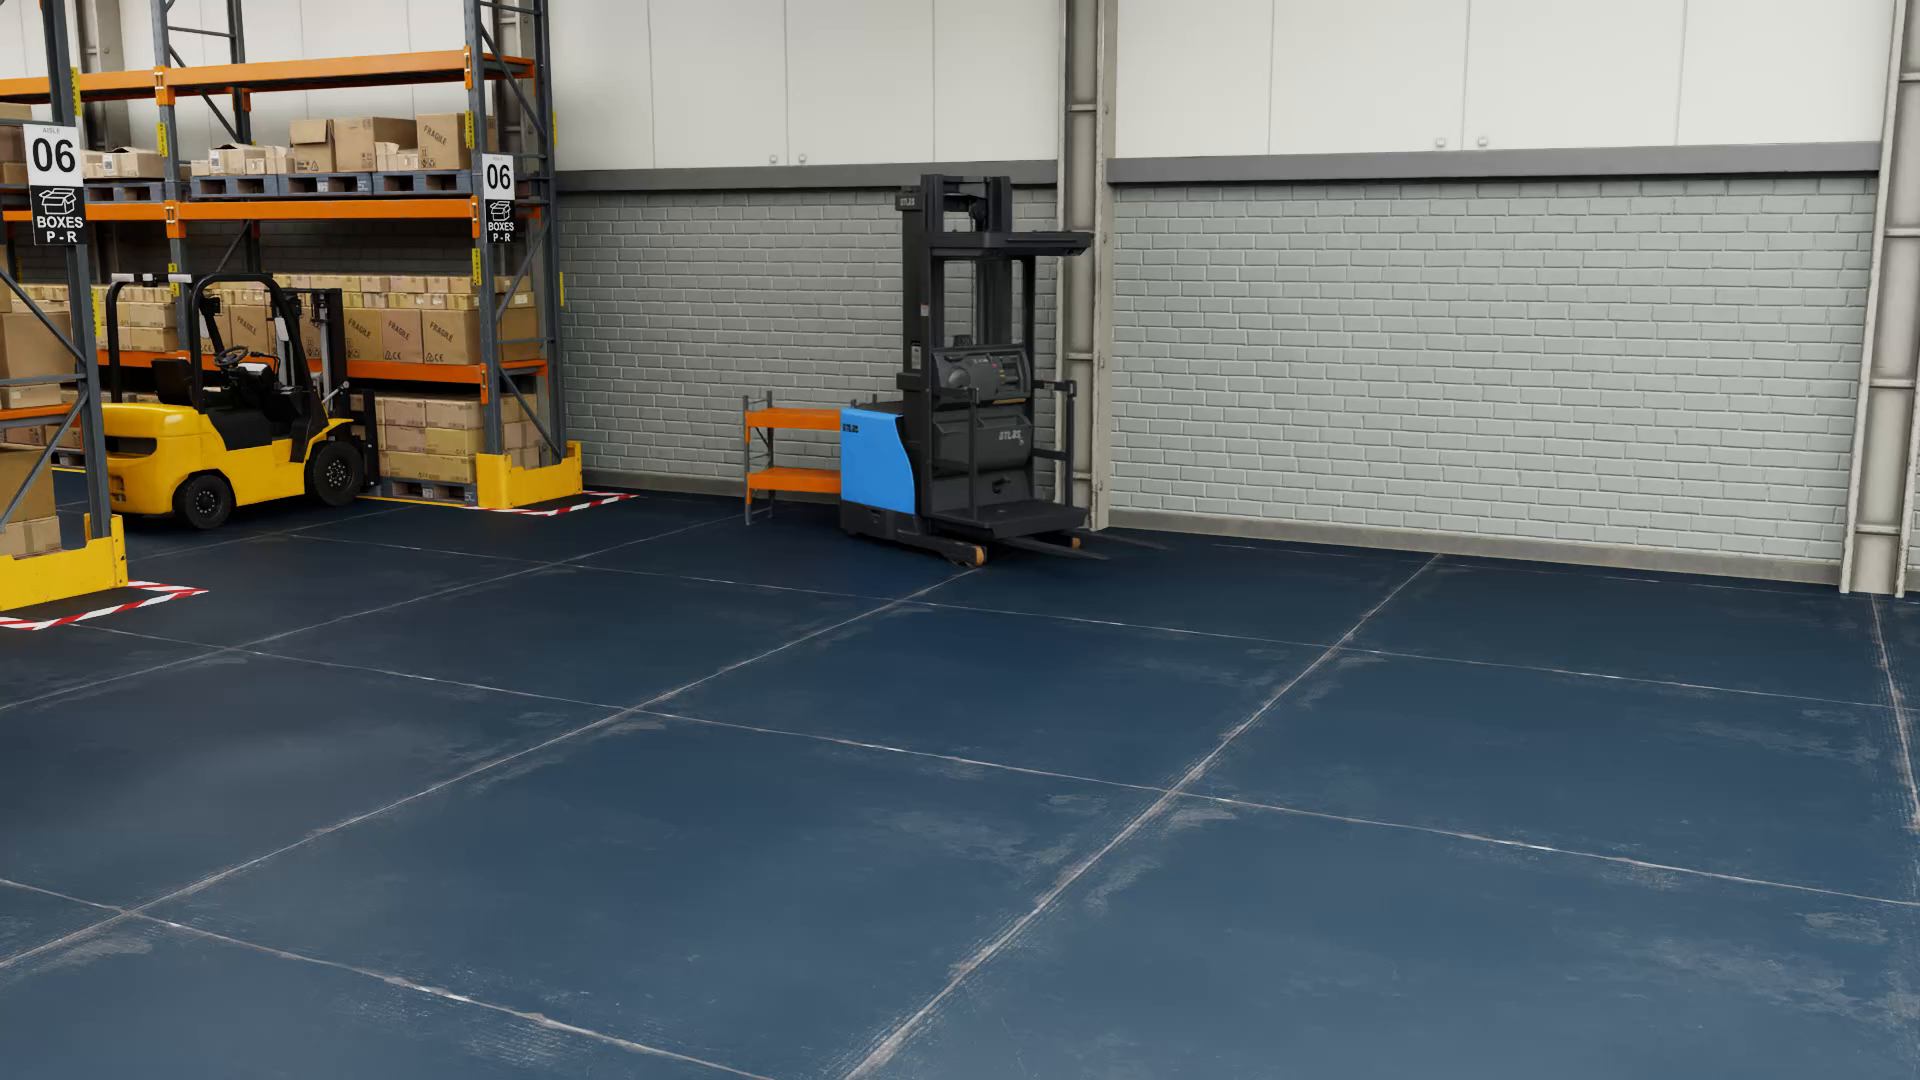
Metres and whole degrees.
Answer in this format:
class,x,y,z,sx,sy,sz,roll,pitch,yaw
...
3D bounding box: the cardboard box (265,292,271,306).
class,x,y,z,sx,sy,sz,roll,pitch,yaw
cardboard box,-6.620,-2.391,16.418,0.250,0.149,0.380,5,11,25

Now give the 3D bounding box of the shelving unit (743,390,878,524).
class,x,y,z,sx,sy,sz,roll,pitch,yaw
shelving unit,-1.291,-0.700,14.441,1.048,1.125,0.538,4,11,20

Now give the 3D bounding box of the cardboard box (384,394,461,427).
class,x,y,z,sx,sy,sz,roll,pitch,yaw
cardboard box,-5.116,-1.235,15.863,0.500,0.250,0.500,5,12,27

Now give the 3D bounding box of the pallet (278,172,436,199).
class,x,y,z,sx,sy,sz,roll,pitch,yaw
pallet,-5.825,-3.451,16.204,1.213,0.211,1.003,5,11,26

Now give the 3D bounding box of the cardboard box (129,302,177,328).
class,x,y,z,sx,sy,sz,roll,pitch,yaw
cardboard box,-8.245,-2.348,17.301,0.500,0.250,0.500,5,11,25

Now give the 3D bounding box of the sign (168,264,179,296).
class,x,y,z,sx,sy,sz,roll,pitch,yaw
sign,-7.923,-2.622,16.765,0.005,0.325,0.100,5,11,26

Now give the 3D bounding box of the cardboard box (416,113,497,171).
class,x,y,z,sx,sy,sz,roll,pitch,yaw
cardboard box,-4.609,-3.640,15.258,0.500,0.500,0.500,5,12,28

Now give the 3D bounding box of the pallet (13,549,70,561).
class,x,y,z,sx,sy,sz,roll,pitch,yaw
pallet,-7.078,0.226,11.887,1.213,0.211,1.003,5,11,26

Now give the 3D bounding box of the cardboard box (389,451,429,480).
class,x,y,z,sx,sy,sz,roll,pitch,yaw
cardboard box,-5.107,-0.744,15.960,0.500,0.250,0.500,5,11,26

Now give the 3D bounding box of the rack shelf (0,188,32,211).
class,x,y,z,sx,sy,sz,roll,pitch,yaw
rack shelf,-8.091,-2.350,11.888,4.000,0.370,1.077,5,11,26

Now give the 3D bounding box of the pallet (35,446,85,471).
class,x,y,z,sx,sy,sz,roll,pitch,yaw
pallet,-9.468,-0.954,18.409,1.213,0.211,1.003,5,11,26

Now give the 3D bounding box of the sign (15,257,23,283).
class,x,y,z,sx,sy,sz,roll,pitch,yaw
sign,-11.036,-3.152,19.474,0.005,0.325,0.100,5,11,26

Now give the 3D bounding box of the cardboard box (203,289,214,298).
class,x,y,z,sx,sy,sz,roll,pitch,yaw
cardboard box,-7.522,-2.480,16.906,0.250,0.149,0.380,5,11,25

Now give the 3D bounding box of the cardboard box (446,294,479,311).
class,x,y,z,sx,sy,sz,roll,pitch,yaw
cardboard box,-4.539,-2.214,15.439,0.250,0.149,0.380,5,11,27

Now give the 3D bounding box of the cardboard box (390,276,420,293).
class,x,y,z,sx,sy,sz,roll,pitch,yaw
cardboard box,-5.191,-2.435,15.823,0.250,0.149,0.380,5,11,26

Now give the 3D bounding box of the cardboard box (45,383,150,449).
class,x,y,z,sx,sy,sz,roll,pitch,yaw
cardboard box,-9.532,-1.377,18.405,0.625,0.625,0.875,5,11,23

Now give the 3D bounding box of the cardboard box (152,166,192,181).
class,x,y,z,sx,sy,sz,roll,pitch,yaw
cardboard box,-8.366,-3.885,17.596,0.250,0.149,0.380,5,11,26

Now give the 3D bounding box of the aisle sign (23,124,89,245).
class,x,y,z,sx,sy,sz,roll,pitch,yaw
aisle sign,-6.105,-2.394,11.236,0.004,0.787,0.394,5,11,26

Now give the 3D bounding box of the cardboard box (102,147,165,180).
class,x,y,z,sx,sy,sz,roll,pitch,yaw
cardboard box,-8.449,-3.885,17.138,0.500,0.311,0.500,5,11,24

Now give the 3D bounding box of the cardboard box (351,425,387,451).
class,x,y,z,sx,sy,sz,roll,pitch,yaw
cardboard box,-5.597,-1.030,16.135,0.500,0.250,0.500,5,11,25

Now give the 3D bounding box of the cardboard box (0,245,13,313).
class,x,y,z,sx,sy,sz,roll,pitch,yaw
cardboard box,-6.852,-1.763,11.126,0.500,0.500,0.700,5,11,24

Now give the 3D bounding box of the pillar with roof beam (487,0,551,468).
class,x,y,z,sx,sy,sz,roll,pitch,yaw
pillar with roof beam,-6.235,-4.326,12.368,0.400,9.000,9.100,5,11,26

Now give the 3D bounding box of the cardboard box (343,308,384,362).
class,x,y,z,sx,sy,sz,roll,pitch,yaw
cardboard box,-5.583,-1.992,16.033,0.500,0.500,0.500,5,11,25

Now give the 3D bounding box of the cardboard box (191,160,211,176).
class,x,y,z,sx,sy,sz,roll,pitch,yaw
cardboard box,-7.424,-3.703,16.589,0.250,0.149,0.380,5,12,27

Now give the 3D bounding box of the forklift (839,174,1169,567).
class,x,y,z,sx,sy,sz,roll,pitch,yaw
forklift,0.314,-1.335,12.876,1.130,2.935,3.031,-8,13,-39

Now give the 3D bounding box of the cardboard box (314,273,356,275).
class,x,y,z,sx,sy,sz,roll,pitch,yaw
cardboard box,-6.346,-2.638,16.945,0.250,0.149,0.380,5,11,25

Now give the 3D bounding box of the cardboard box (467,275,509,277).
class,x,y,z,sx,sy,sz,roll,pitch,yaw
cardboard box,-4.522,-2.469,16.015,0.250,0.149,0.380,5,12,28

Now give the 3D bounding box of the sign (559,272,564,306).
class,x,y,z,sx,sy,sz,roll,pitch,yaw
sign,-3.854,-2.416,16.005,0.005,0.325,0.100,5,11,26

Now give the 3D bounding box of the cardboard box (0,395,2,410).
class,x,y,z,sx,sy,sz,roll,pitch,yaw
cardboard box,-6.727,-0.942,11.217,0.250,0.149,0.380,5,12,28

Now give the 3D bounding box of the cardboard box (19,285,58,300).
class,x,y,z,sx,sy,sz,roll,pitch,yaw
cardboard box,-9.961,-2.690,18.067,0.250,0.149,0.380,5,12,27

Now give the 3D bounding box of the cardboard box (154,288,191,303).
class,x,y,z,sx,sy,sz,roll,pitch,yaw
cardboard box,-8.096,-2.538,17.230,0.250,0.149,0.380,5,12,28

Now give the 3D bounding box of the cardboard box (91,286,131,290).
class,x,y,z,sx,sy,sz,roll,pitch,yaw
cardboard box,-9.034,-2.614,17.646,0.250,0.149,0.380,5,11,24

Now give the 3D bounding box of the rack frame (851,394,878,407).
class,x,y,z,sx,sy,sz,roll,pitch,yaw
rack frame,-0.814,-0.669,14.268,0.032,1.125,0.500,4,11,20

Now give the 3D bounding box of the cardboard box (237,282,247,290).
class,x,y,z,sx,sy,sz,roll,pitch,yaw
cardboard box,-7.030,-2.596,16.713,0.250,0.149,0.380,5,11,25

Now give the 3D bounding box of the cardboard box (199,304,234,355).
class,x,y,z,sx,sy,sz,roll,pitch,yaw
cardboard box,-7.409,-2.151,16.911,0.500,0.500,0.500,5,11,24

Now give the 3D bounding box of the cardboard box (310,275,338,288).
class,x,y,z,sx,sy,sz,roll,pitch,yaw
cardboard box,-6.115,-2.515,16.266,0.250,0.149,0.380,5,11,26

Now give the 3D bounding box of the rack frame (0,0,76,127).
class,x,y,z,sx,sy,sz,roll,pitch,yaw
rack frame,-6.297,-4.022,10.686,0.127,3.000,1.000,5,11,26

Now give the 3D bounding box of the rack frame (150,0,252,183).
class,x,y,z,sx,sy,sz,roll,pitch,yaw
rack frame,-7.692,-5.130,16.810,0.127,3.000,1.000,5,11,26

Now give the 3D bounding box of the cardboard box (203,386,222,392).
class,x,y,z,sx,sy,sz,roll,pitch,yaw
cardboard box,-7.397,-1.436,16.975,0.500,0.250,0.500,5,11,25

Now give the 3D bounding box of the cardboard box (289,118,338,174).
class,x,y,z,sx,sy,sz,roll,pitch,yaw
cardboard box,-5.991,-3.791,16.080,0.637,0.503,0.797,5,12,28

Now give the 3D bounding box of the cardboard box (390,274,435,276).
class,x,y,z,sx,sy,sz,roll,pitch,yaw
cardboard box,-5.428,-2.558,16.505,0.250,0.149,0.380,5,11,24

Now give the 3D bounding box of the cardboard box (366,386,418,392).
class,x,y,z,sx,sy,sz,roll,pitch,yaw
cardboard box,-5.802,-1.398,16.768,0.500,0.250,0.500,5,11,25

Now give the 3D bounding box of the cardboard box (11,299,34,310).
class,x,y,z,sx,sy,sz,roll,pitch,yaw
cardboard box,-10.079,-2.508,18.183,0.500,0.250,0.500,5,11,24

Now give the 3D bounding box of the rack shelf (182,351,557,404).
class,x,y,z,sx,sy,sz,roll,pitch,yaw
rack shelf,-5.898,-1.667,16.537,4.000,0.370,1.077,5,11,26

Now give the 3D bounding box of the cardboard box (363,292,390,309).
class,x,y,z,sx,sy,sz,roll,pitch,yaw
cardboard box,-5.465,-2.295,15.884,0.250,0.149,0.380,5,11,24
